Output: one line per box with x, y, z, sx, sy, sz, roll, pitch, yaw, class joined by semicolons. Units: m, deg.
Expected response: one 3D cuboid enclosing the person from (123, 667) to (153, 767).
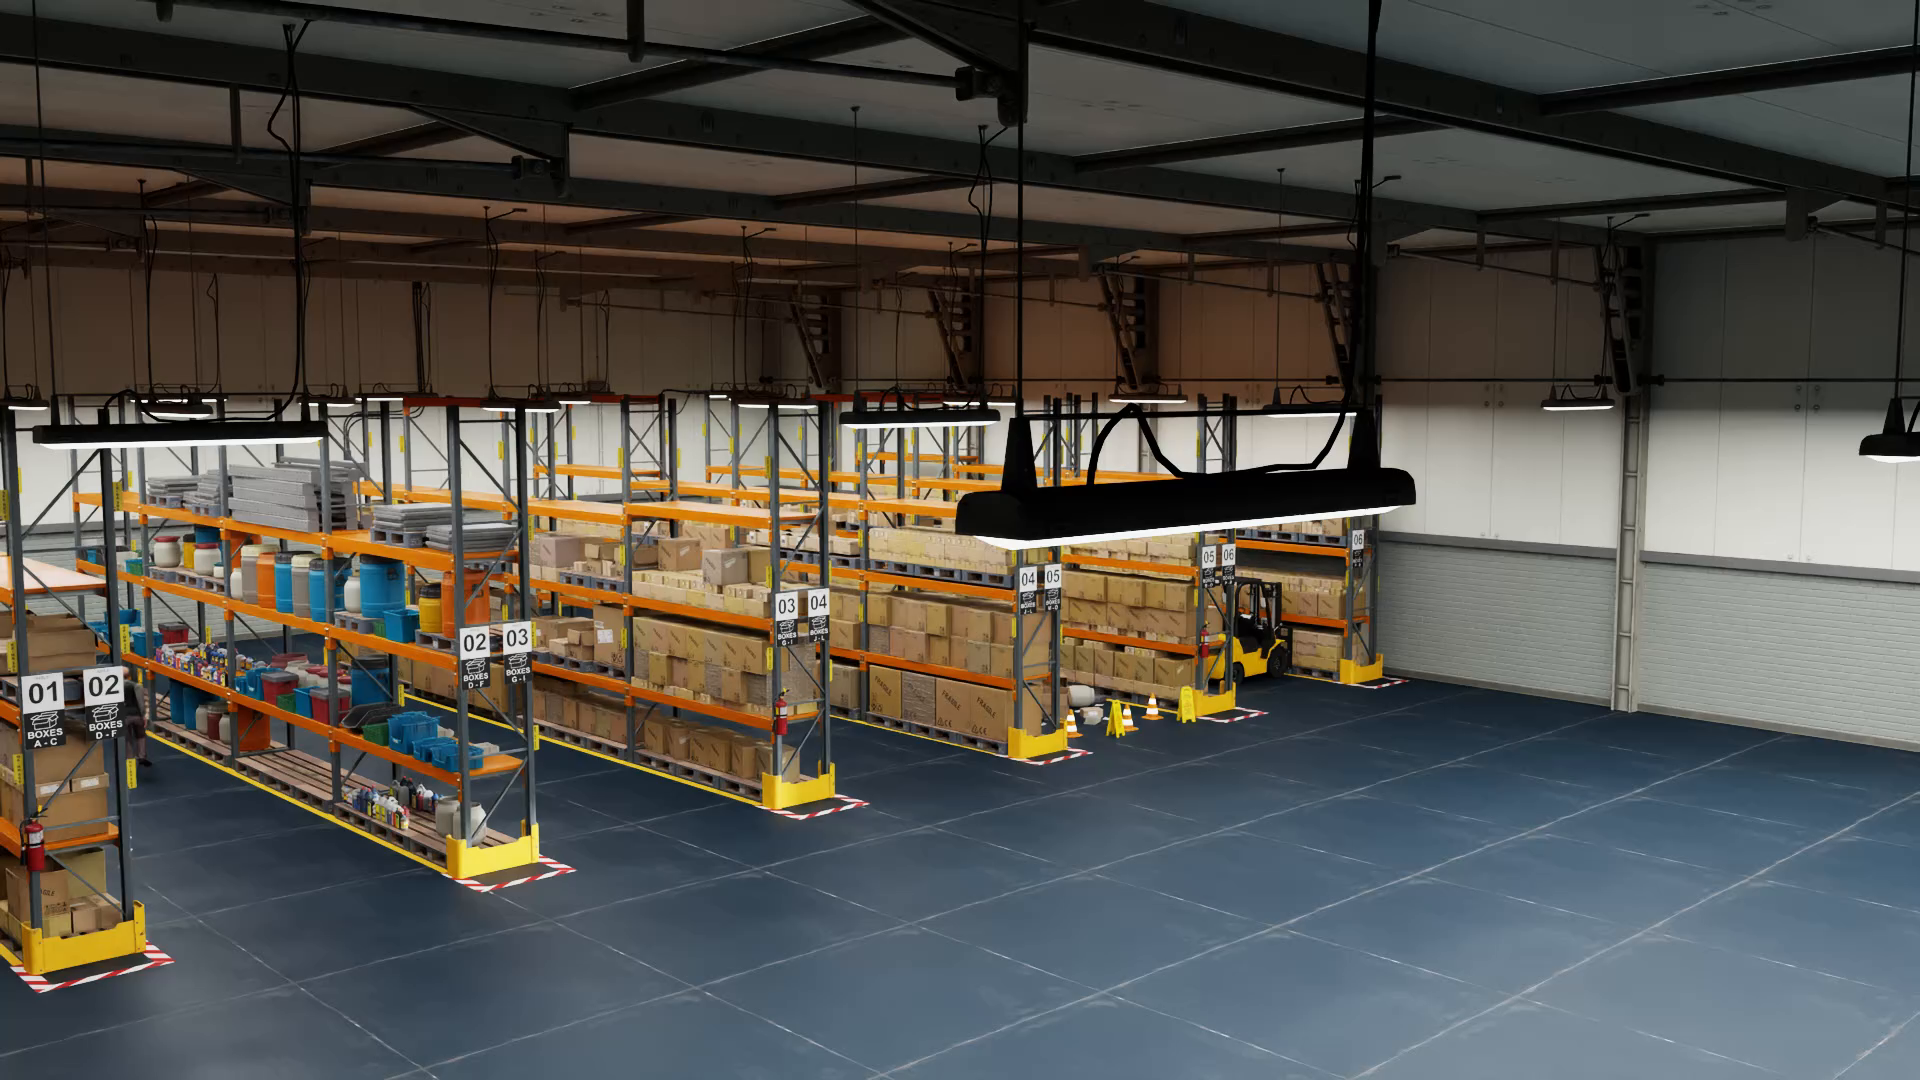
-13.337;2.886;26.705;0.584;1.695;0.507;-4;7;-34;person

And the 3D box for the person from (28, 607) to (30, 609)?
-19.001;2.213;33.854;0.392;1.690;0.511;-5;7;-41;person
